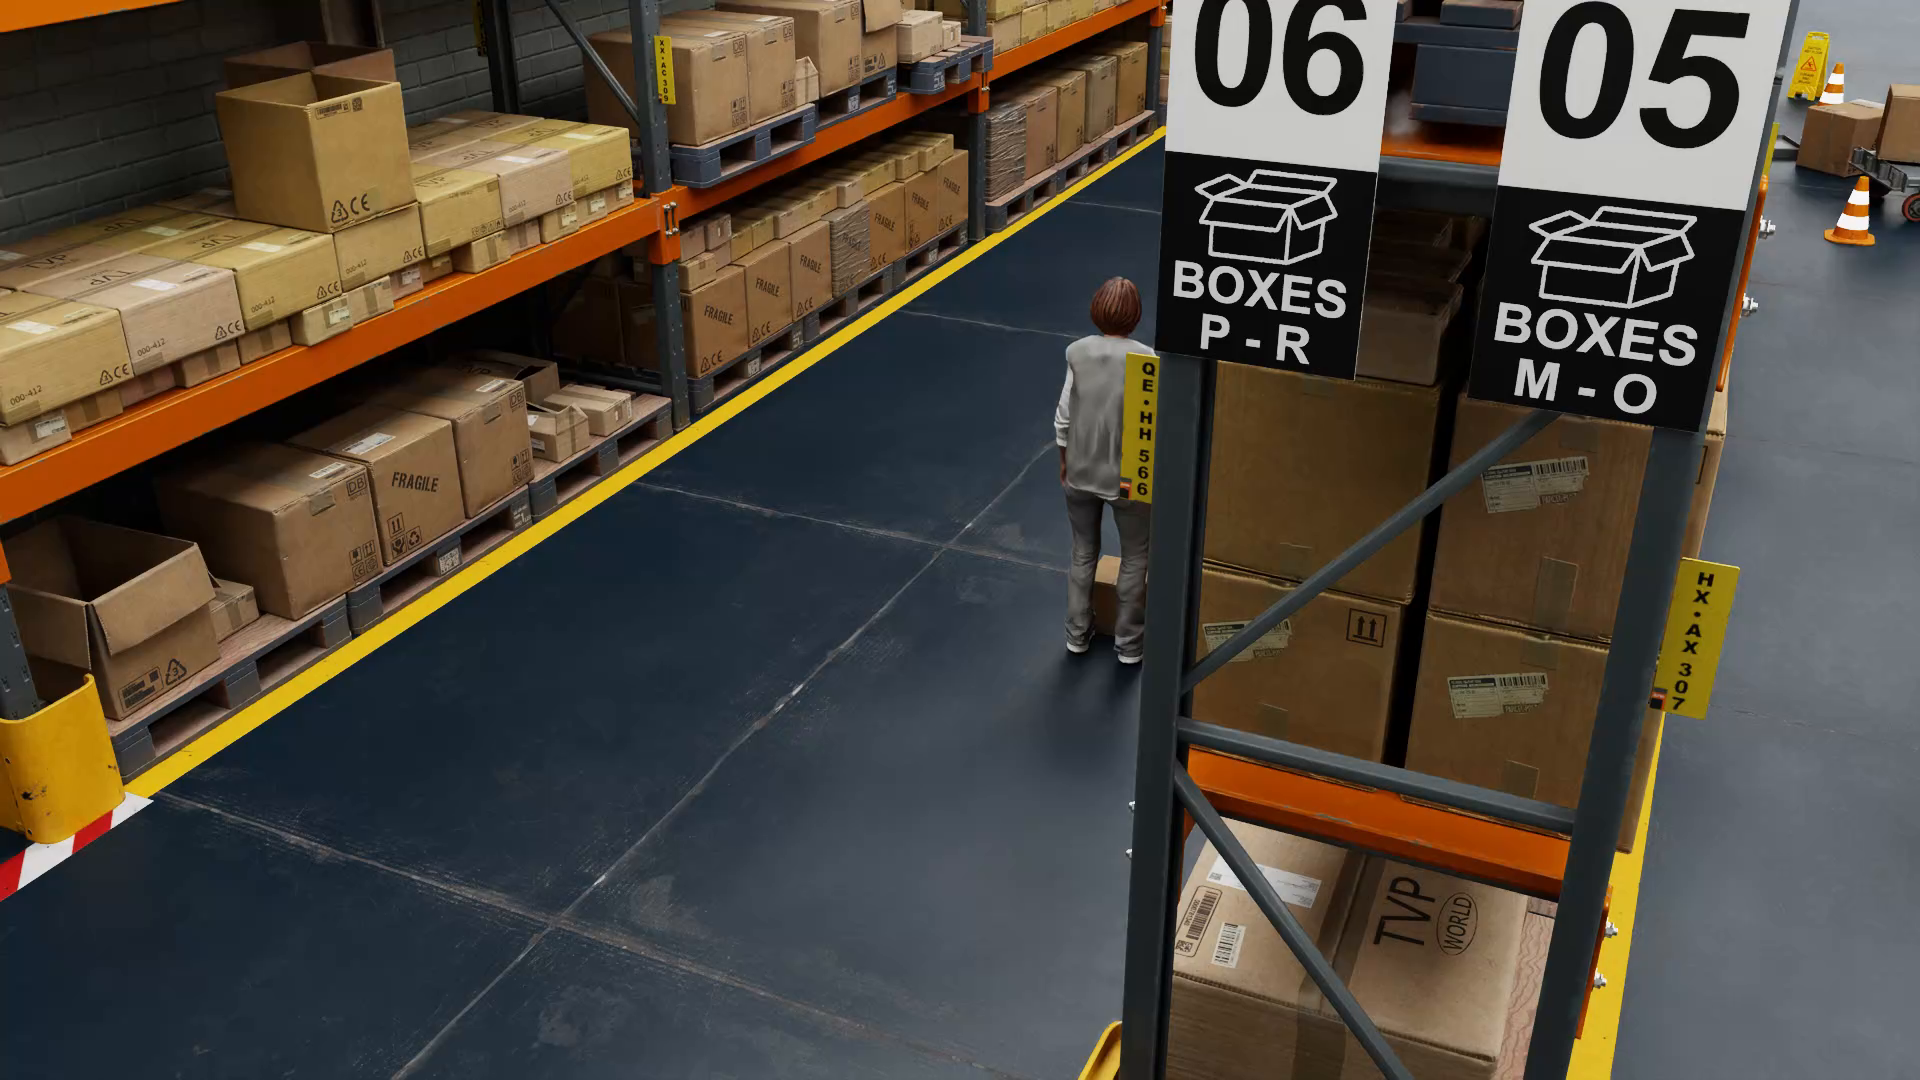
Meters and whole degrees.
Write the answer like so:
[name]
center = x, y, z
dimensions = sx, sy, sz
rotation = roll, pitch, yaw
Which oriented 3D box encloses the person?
[person]
center = 0.597, -0.253, 6.635
dimensions = 0.460, 1.591, 0.345
rotation = 11, 29, 22
